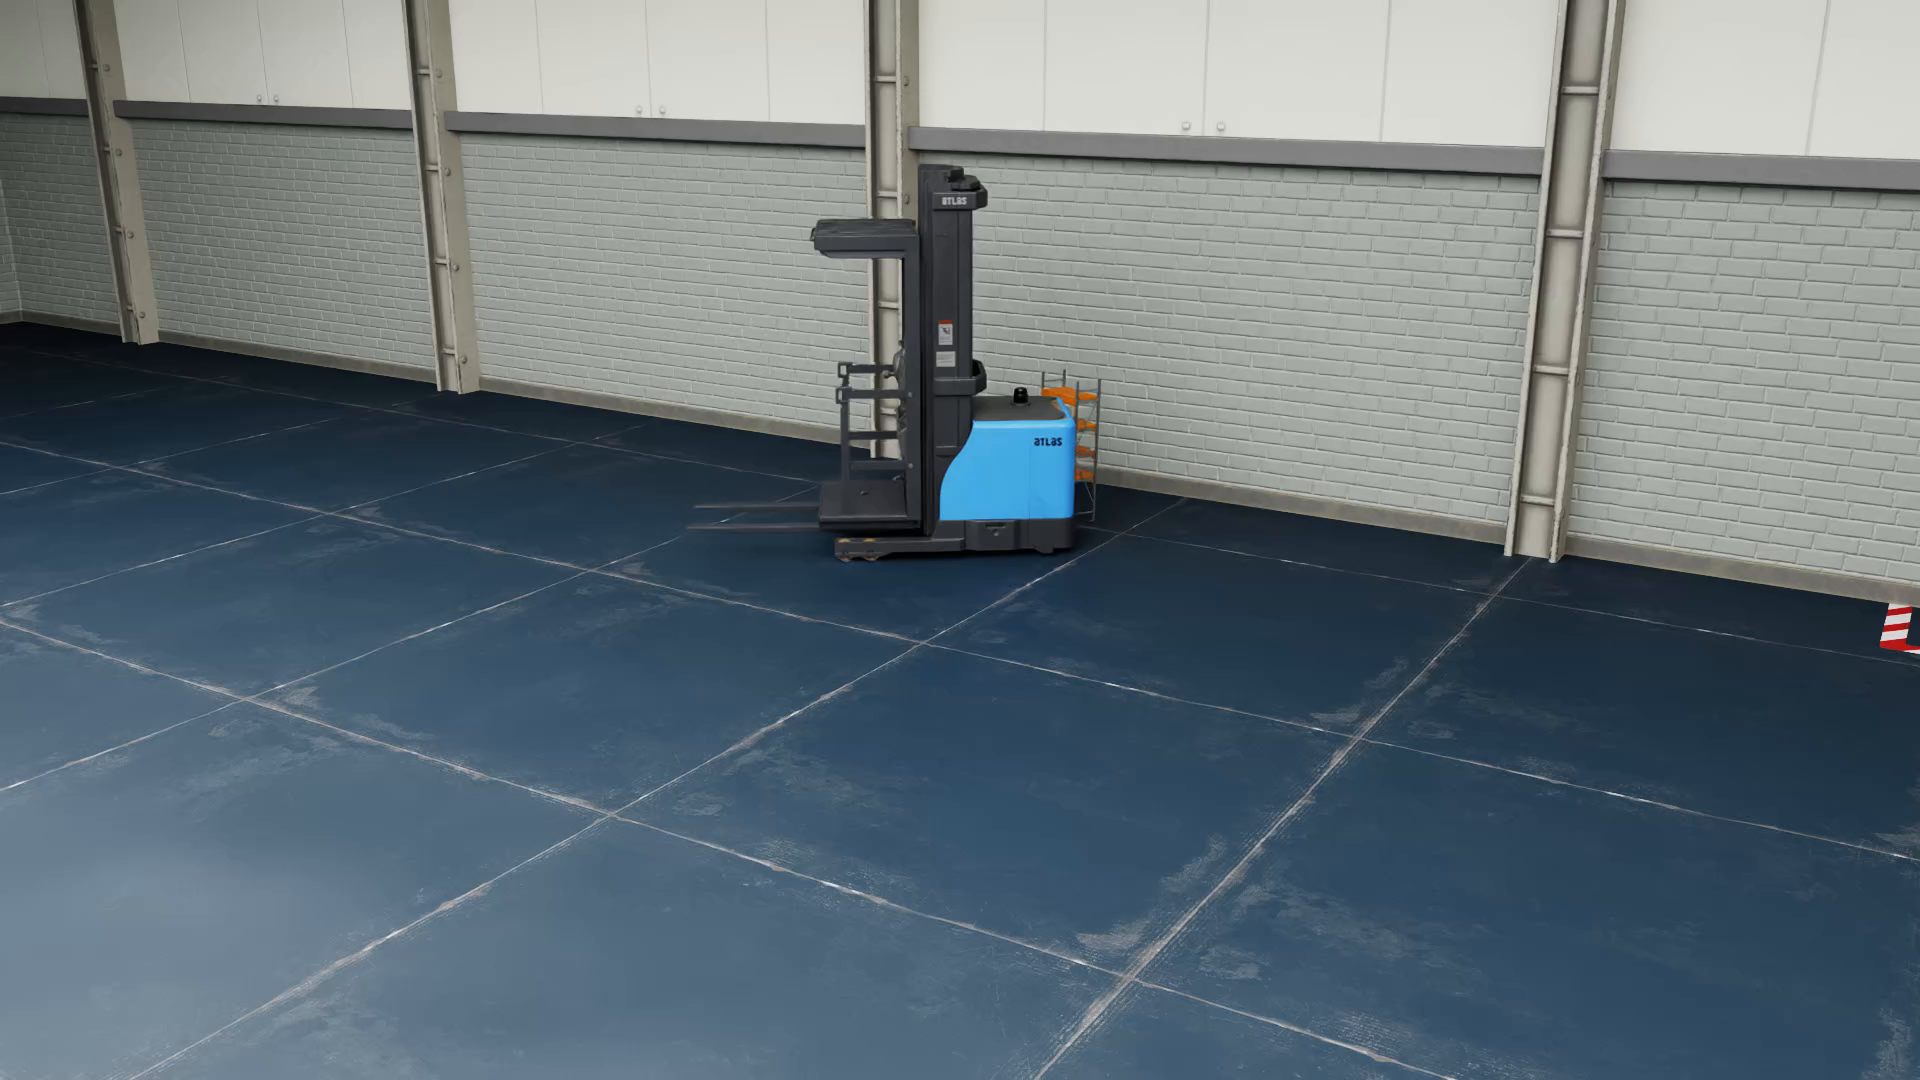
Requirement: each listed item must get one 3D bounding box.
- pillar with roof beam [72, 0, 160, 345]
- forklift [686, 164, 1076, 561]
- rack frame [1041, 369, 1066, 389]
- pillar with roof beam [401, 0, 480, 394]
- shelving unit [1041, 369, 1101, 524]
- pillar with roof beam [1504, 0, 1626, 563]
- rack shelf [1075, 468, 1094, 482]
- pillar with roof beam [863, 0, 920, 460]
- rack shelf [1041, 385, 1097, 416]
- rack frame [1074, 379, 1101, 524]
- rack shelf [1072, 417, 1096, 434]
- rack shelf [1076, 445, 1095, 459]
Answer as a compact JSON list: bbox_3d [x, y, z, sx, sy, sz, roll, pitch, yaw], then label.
[{"bbox_3d":[-13.093,-5.868,17.216,0.400,9.000,9.100,10,20,30],"label":"pillar with roof beam"},{"bbox_3d":[-0.635,-1.399,12.945,3.031,2.935,1.130,-1,17,-3],"label":"forklift"},{"bbox_3d":[0.772,-0.841,14.073,0.240,1.200,0.015,-9,19,-31],"label":"rack frame"},{"bbox_3d":[-7.980,-4.955,14.212,0.400,9.000,9.100,10,20,30],"label":"pillar with roof beam"},{"bbox_3d":[0.902,-0.781,13.876,0.258,1.200,0.503,-9,19,-31],"label":"shelving unit"},{"bbox_3d":[2.245,-3.130,8.203,0.400,9.000,9.100,10,20,30],"label":"pillar with roof beam"},{"bbox_3d":[0.897,-0.526,13.949,0.258,0.148,0.480,-9,19,-31],"label":"rack shelf"},{"bbox_3d":[-2.868,-4.043,11.207,0.400,9.000,9.100,10,20,30],"label":"pillar with roof beam"},{"bbox_3d":[0.911,-1.158,13.767,0.258,0.148,0.480,-9,19,-31],"label":"rack shelf"},{"bbox_3d":[1.033,-0.721,13.678,0.240,1.200,0.015,-9,19,-31],"label":"rack frame"},{"bbox_3d":[0.906,-0.931,13.832,0.258,0.148,0.480,-9,19,-31],"label":"rack shelf"},{"bbox_3d":[0.901,-0.716,13.894,0.258,0.148,0.480,-9,19,-31],"label":"rack shelf"}]
